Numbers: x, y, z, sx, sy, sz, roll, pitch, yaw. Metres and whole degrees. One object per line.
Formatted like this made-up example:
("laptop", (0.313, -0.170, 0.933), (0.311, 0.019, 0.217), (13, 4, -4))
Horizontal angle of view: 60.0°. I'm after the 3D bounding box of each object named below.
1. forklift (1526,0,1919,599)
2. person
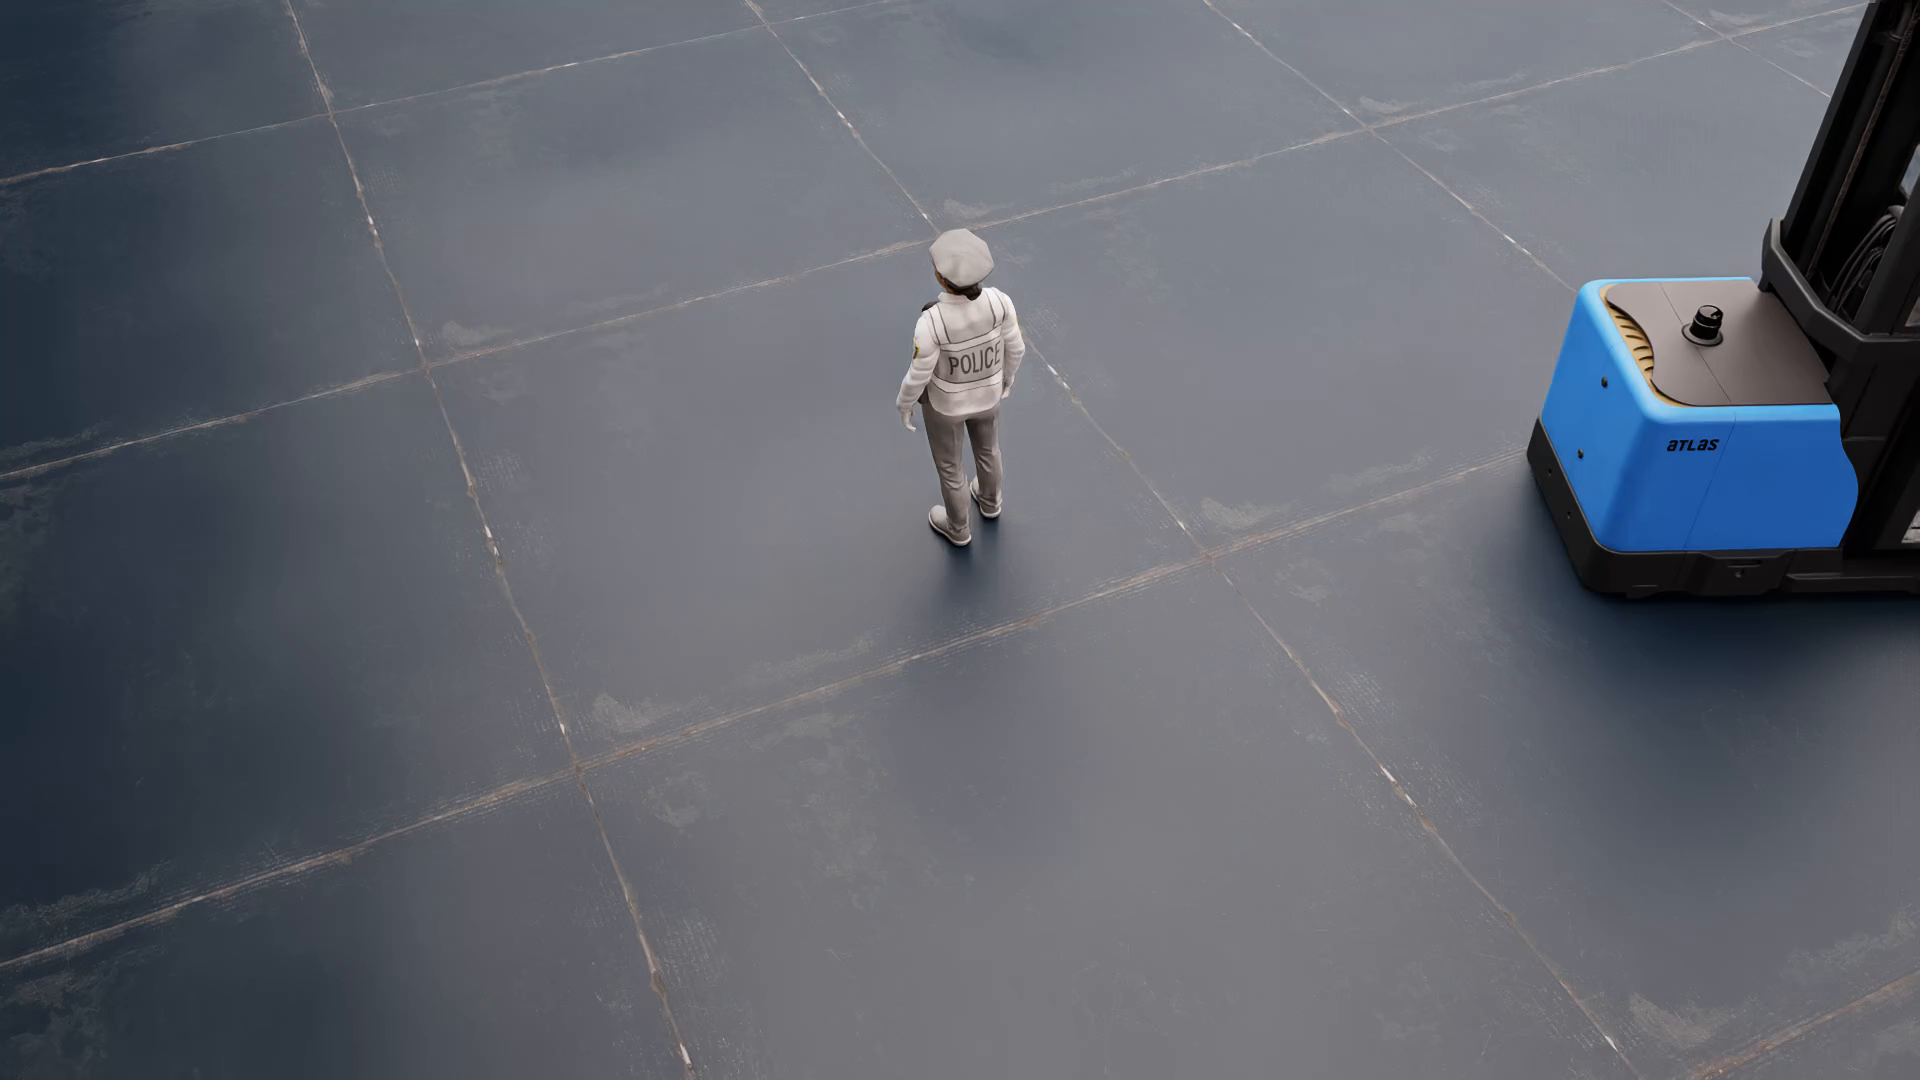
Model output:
("forklift", (4.309, -1.171, 6.935), (3.031, 2.935, 1.130), (-1, 43, -1))
("person", (-0.023, -0.669, 7.293), (0.587, 1.694, 0.530), (-18, 46, -18))
